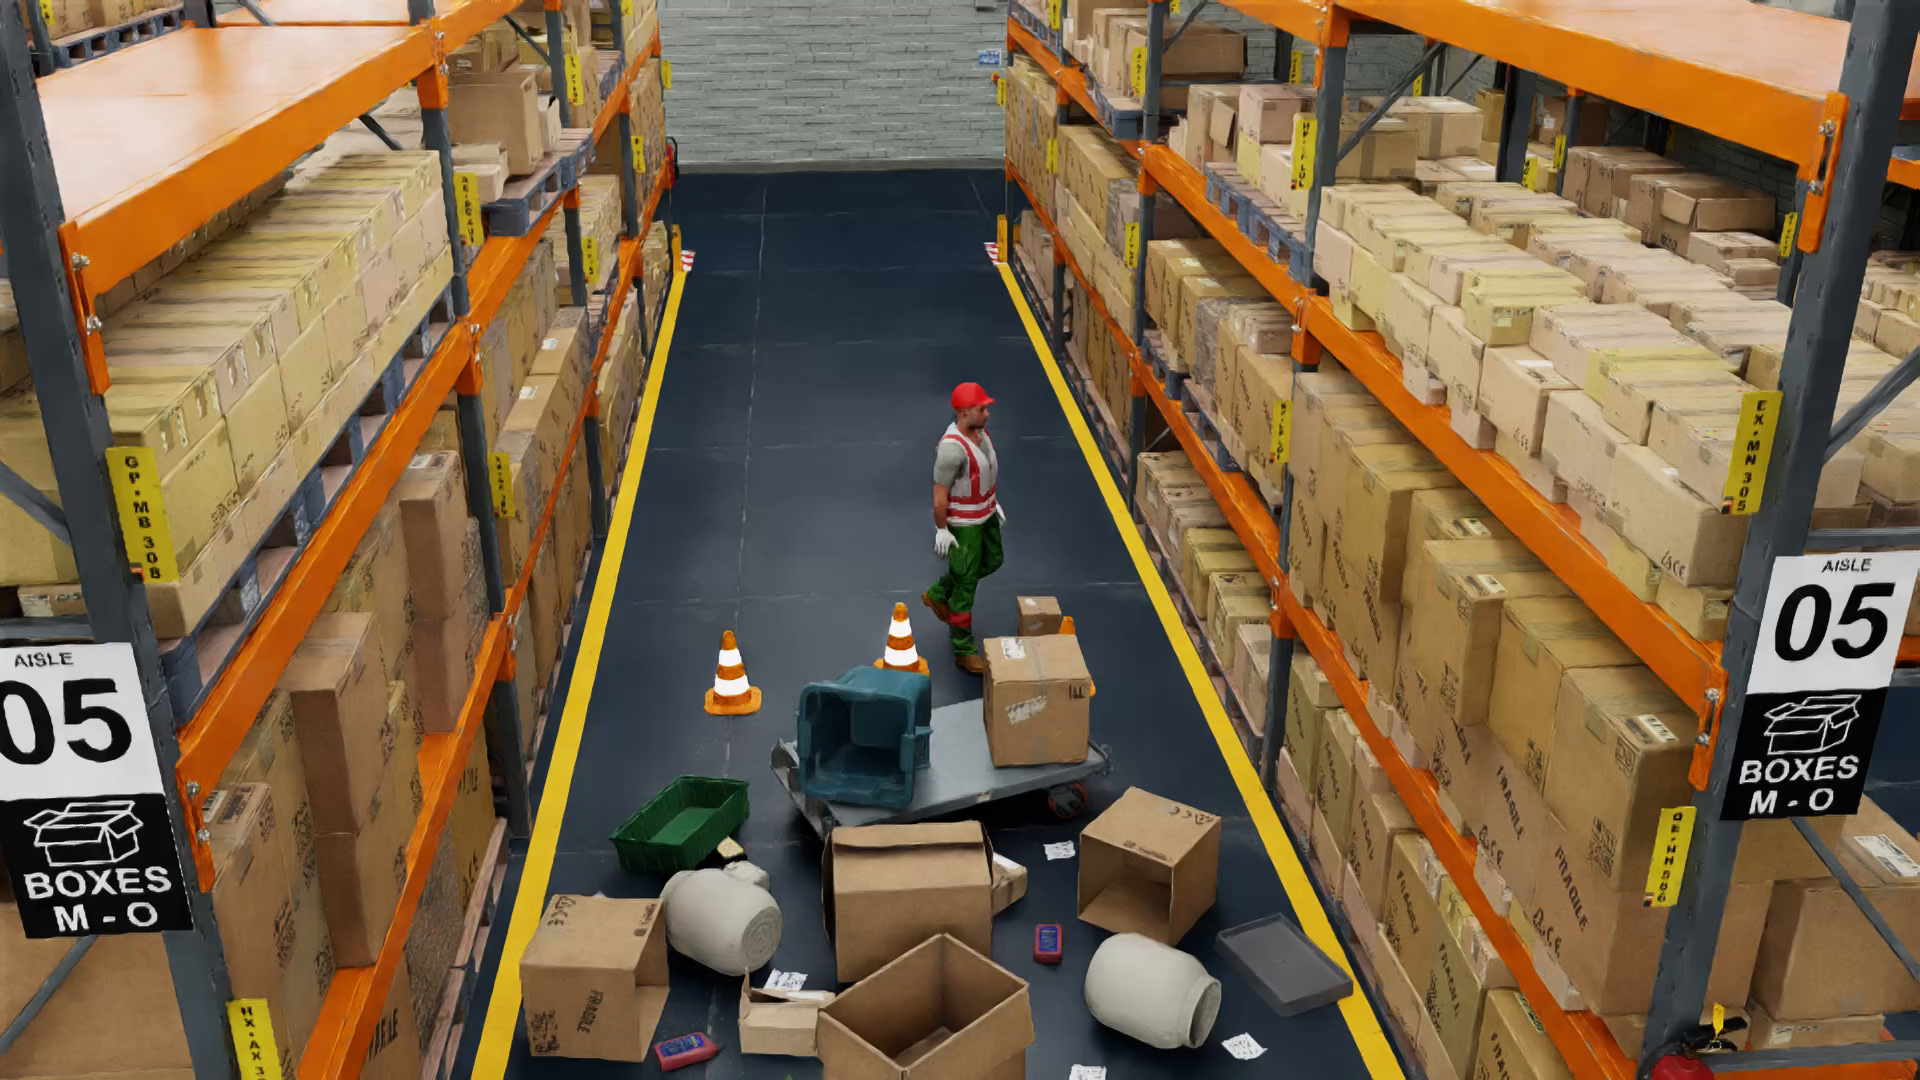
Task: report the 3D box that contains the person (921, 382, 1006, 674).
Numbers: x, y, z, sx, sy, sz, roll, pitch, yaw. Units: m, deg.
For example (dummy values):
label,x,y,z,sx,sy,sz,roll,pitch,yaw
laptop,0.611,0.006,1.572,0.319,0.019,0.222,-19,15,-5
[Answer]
label,x,y,z,sx,sy,sz,roll,pitch,yaw
person,0.022,-0.125,10.319,0.615,1.783,0.650,9,25,20
